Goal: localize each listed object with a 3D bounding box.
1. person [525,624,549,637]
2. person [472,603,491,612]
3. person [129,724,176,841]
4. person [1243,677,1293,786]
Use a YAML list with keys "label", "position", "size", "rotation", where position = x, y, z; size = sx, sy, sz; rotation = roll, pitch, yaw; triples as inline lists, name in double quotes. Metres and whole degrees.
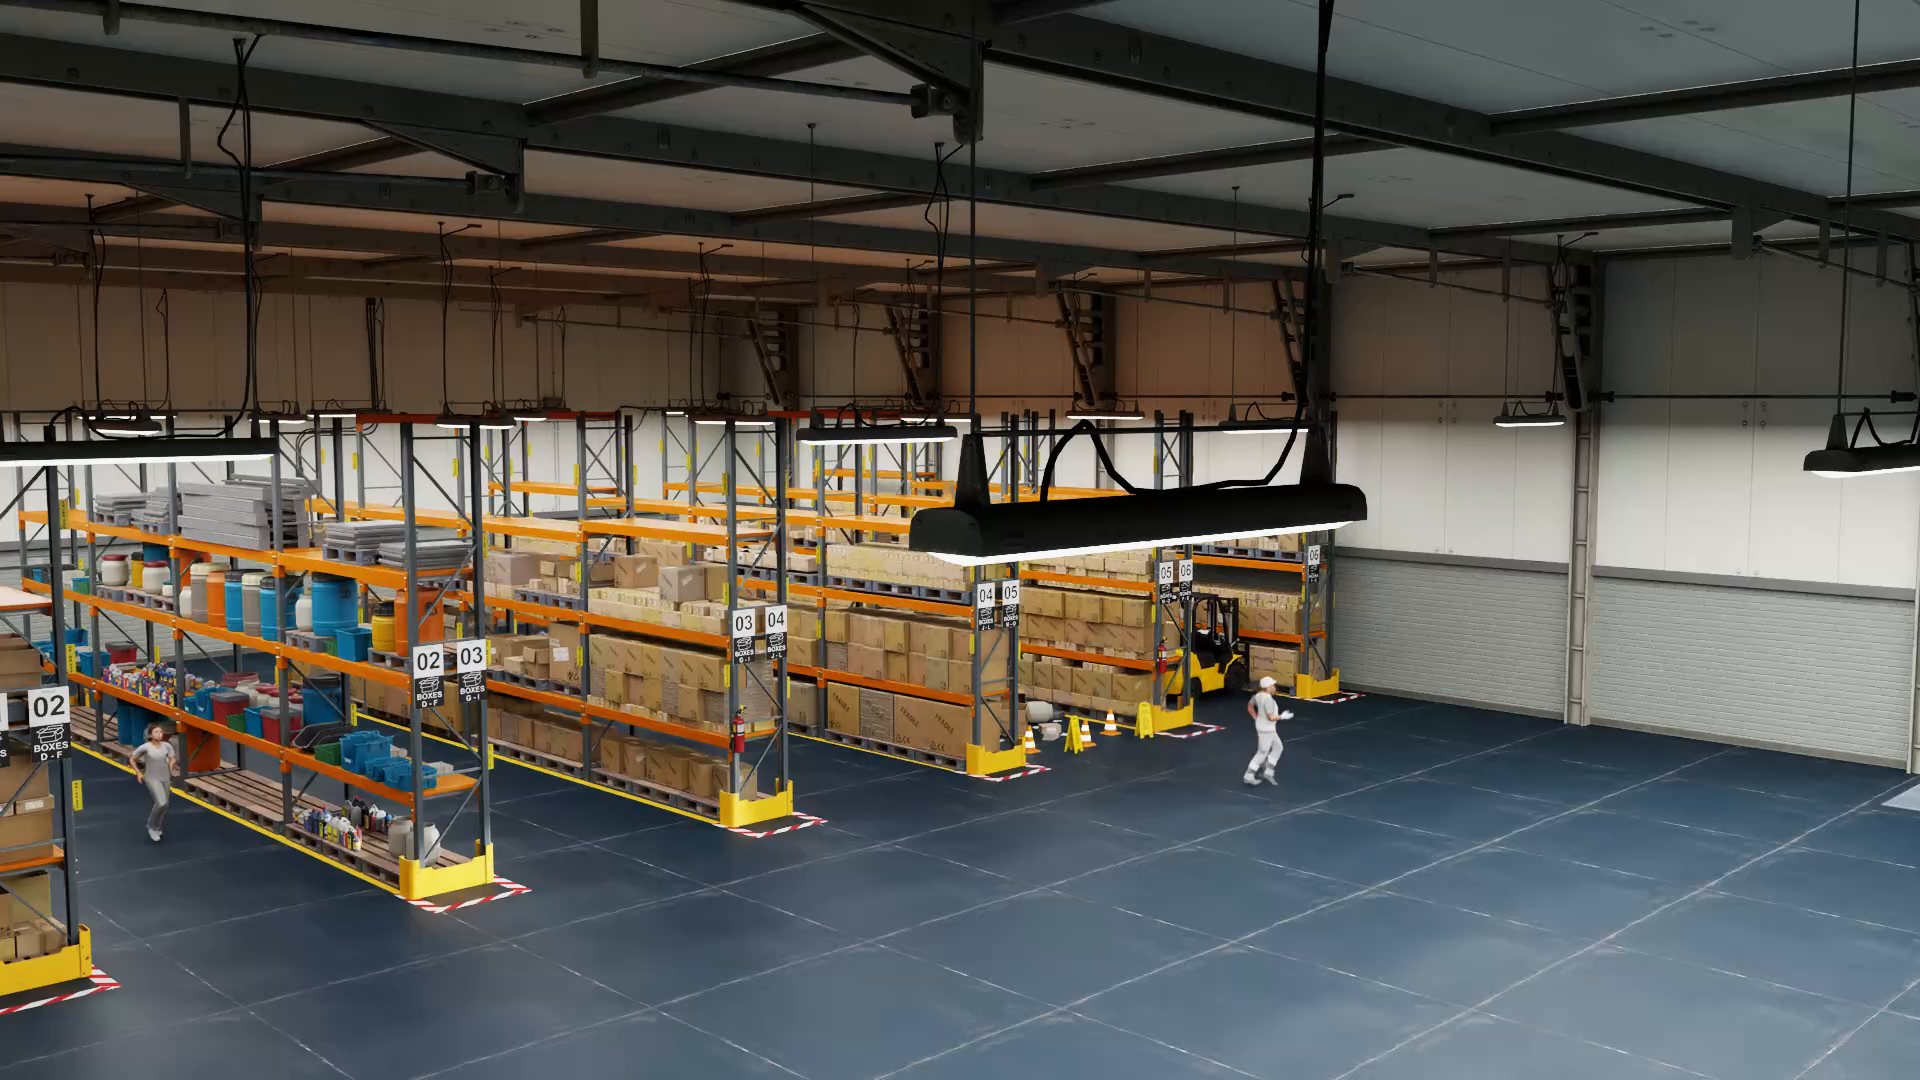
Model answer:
- label: "person"
  position: [-10.459, 1.974, 40.814]
  size: [0.862, 1.607, 0.668]
  rotation: [1, 5, 15]
- label: "person"
  position: [-11.557, 2.012, 40.268]
  size: [0.604, 1.708, 0.767]
  rotation: [3, 6, 28]
- label: "person"
  position: [-11.407, 3.446, 23.638]
  size: [0.670, 1.651, 0.537]
  rotation: [3, 6, 33]
- label: "person"
  position: [4.976, 3.110, 26.894]
  size: [0.777, 1.818, 0.601]
  rotation: [0, 5, 1]
